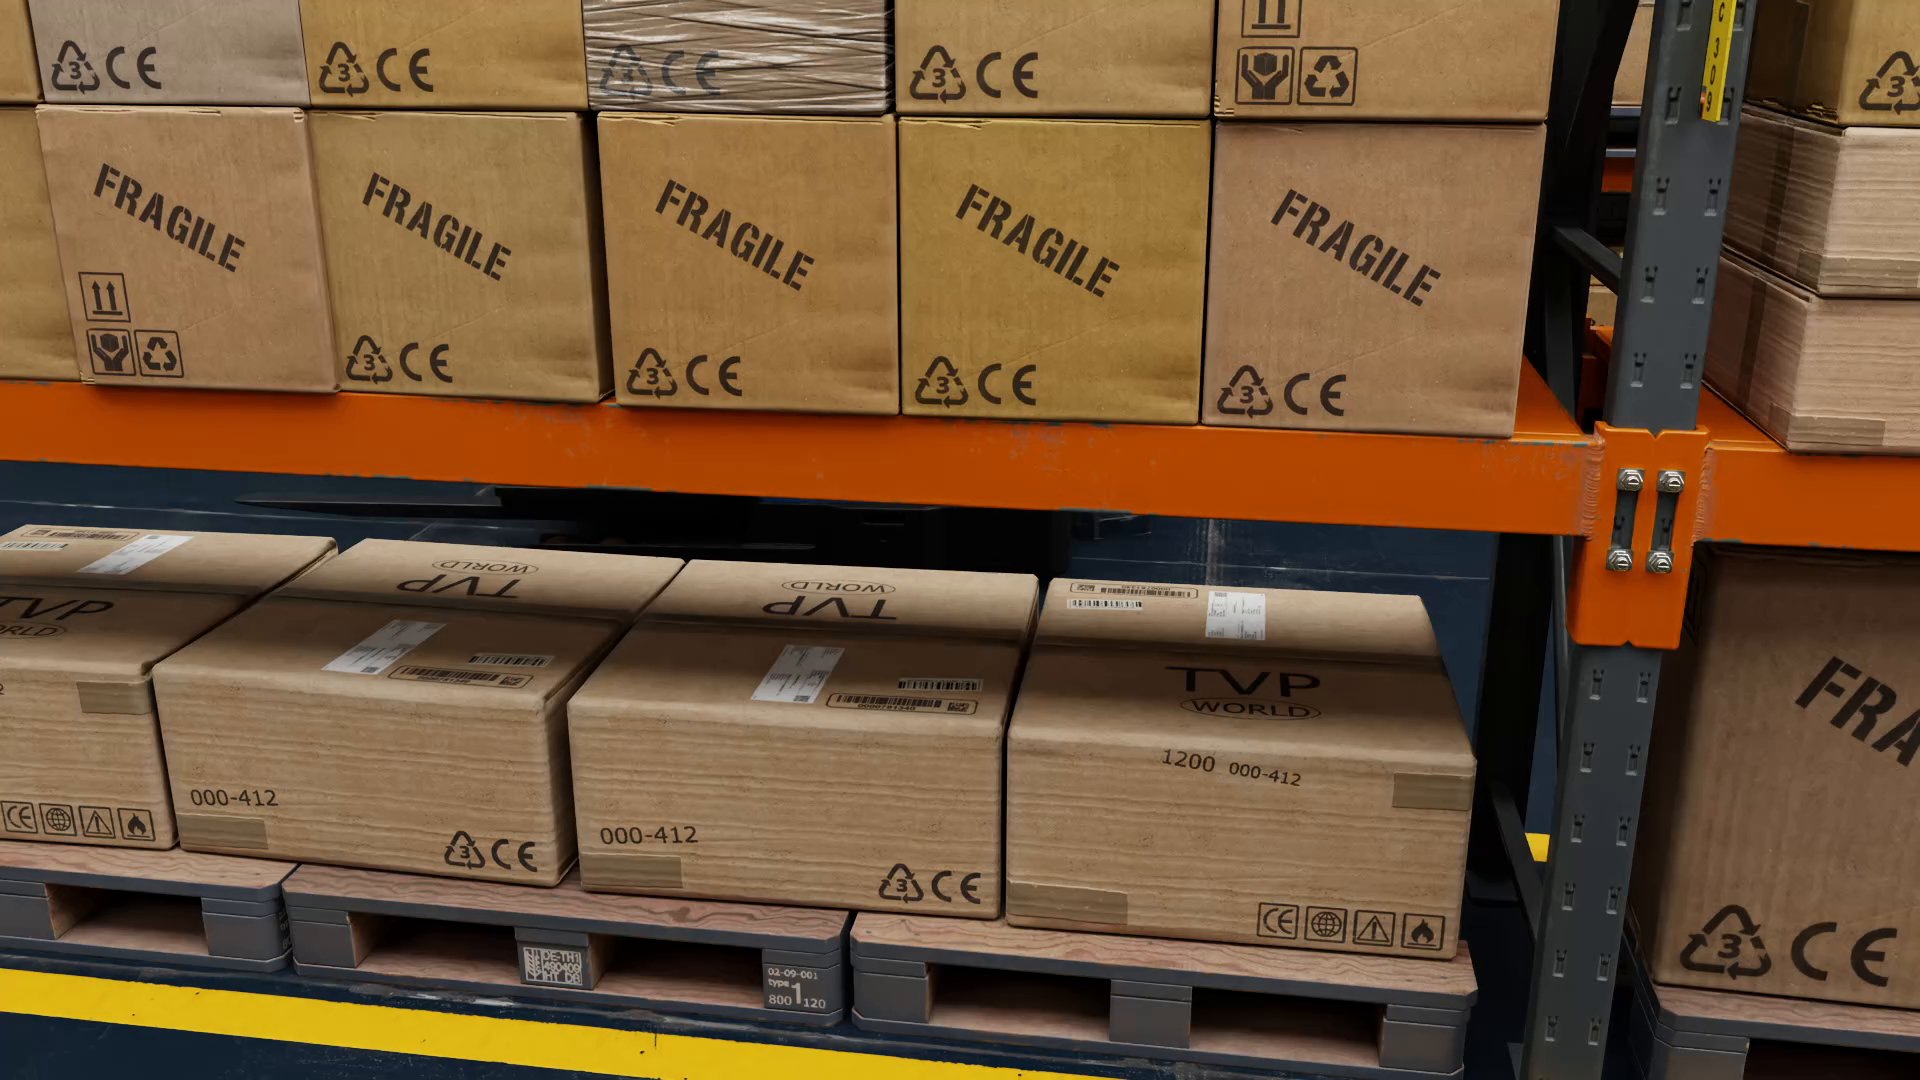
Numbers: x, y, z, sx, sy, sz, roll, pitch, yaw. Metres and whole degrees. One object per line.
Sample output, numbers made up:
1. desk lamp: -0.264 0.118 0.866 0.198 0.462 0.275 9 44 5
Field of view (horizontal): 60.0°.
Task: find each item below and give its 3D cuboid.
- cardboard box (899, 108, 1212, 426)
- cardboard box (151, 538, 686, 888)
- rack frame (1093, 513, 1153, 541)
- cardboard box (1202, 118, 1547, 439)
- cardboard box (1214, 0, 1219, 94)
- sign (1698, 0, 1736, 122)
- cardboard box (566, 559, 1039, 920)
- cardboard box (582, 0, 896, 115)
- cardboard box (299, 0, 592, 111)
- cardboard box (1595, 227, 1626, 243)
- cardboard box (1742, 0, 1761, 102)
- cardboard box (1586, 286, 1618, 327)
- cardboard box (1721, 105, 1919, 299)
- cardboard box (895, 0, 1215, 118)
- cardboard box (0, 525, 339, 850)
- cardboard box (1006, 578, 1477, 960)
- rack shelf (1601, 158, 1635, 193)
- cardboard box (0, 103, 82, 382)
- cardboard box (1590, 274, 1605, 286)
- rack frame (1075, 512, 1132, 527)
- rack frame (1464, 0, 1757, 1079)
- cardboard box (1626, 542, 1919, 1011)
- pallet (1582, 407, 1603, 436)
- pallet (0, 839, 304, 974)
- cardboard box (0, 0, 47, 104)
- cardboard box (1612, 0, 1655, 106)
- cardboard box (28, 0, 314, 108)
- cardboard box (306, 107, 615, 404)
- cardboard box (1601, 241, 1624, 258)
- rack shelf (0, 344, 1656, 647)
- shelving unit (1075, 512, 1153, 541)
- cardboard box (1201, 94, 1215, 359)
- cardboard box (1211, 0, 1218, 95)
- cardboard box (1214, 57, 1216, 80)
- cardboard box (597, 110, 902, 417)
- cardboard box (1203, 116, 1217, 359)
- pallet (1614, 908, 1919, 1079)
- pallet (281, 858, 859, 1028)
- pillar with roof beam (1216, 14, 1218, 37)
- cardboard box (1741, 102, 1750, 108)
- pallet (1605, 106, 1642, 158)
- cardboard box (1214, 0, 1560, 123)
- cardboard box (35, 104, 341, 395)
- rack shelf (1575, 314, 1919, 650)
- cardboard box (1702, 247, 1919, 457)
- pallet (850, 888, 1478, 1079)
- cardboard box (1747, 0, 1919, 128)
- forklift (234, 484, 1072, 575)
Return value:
1. cardboard box: 0.181 -0.514 2.954 0.500 0.500 0.500 2 19 7
2. cardboard box: -1.188 0.361 3.873 0.875 0.438 0.875 3 19 10
3. rack frame: 0.620 -0.578 6.140 0.240 1.200 0.006 -6 19 -18
4. cardboard box: 0.690 -0.490 2.882 0.500 0.500 0.500 3 19 9
5. cardboard box: 0.757 -1.120 3.191 0.500 0.500 0.500 3 19 9
6. sign: 1.102 -0.773 2.397 0.005 0.325 0.100 3 19 9
7. cardboard box: -0.298 0.407 3.736 0.875 0.438 0.875 2 19 7
8. cardboard box: -0.325 -1.009 2.857 0.500 0.500 0.500 3 19 9
9. cardboard box: -0.818 -1.036 2.940 0.500 0.500 0.500 3 19 9
10. cardboard box: 3.140 -1.422 8.080 0.250 0.149 0.380 2 19 6
11. cardboard box: 1.670 -1.077 3.060 0.500 0.500 0.500 4 19 10
12. cardboard box: 2.942 -0.949 7.691 0.500 0.500 0.500 3 19 8
13. cardboard box: 1.578 -0.554 2.681 0.500 0.250 0.500 2 19 7
14. cardboard box: 0.179 -0.986 2.789 0.500 0.500 0.500 3 19 8
15. cardboard box: -2.093 0.317 4.003 0.875 0.438 0.875 2 19 7
16. cardboard box: 0.586 0.452 3.602 0.875 0.438 0.875 3 19 8
17. rack shelf: 3.947 -1.612 7.529 4.000 0.370 1.077 3 19 9
18. cardboard box: -1.828 -0.617 3.262 0.500 0.500 0.500 3 19 8
19. cardboard box: 2.825 -1.275 7.642 0.250 0.149 0.380 2 19 6
20. rack frame: 0.562 -0.633 6.304 0.240 1.200 0.006 -6 19 -18
21. rack frame: 1.189 -0.499 3.067 0.127 3.000 1.000 3 19 9
22. cardboard box: 1.814 0.316 3.319 0.875 0.875 0.875 4 19 10
23. pallet: 2.781 -0.703 8.071 1.213 0.211 1.003 3 19 9
24. pallet: -1.959 0.638 4.064 1.213 0.211 1.003 3 19 9
25. cardboard box: -1.821 -1.085 3.084 0.500 0.500 0.500 2 19 7
26. cardboard box: 2.926 -2.180 7.273 0.500 0.500 0.700 3 19 9
27. cardboard box: -1.311 -1.061 3.014 0.500 0.500 0.500 3 19 8
28. cardboard box: -0.832 -0.566 3.109 0.500 0.500 0.500 4 19 10
29. cardboard box: 3.098 -1.266 7.614 0.250 0.149 0.380 3 19 8
30. rack shelf: -0.786 -0.258 3.482 4.000 0.370 1.077 3 19 9
31. shelving unit: 0.591 -0.606 6.222 0.258 1.200 0.189 -6 19 -18
32. cardboard box: 0.271 -0.679 3.446 0.500 0.500 0.500 3 19 9
33. cardboard box: 0.259 -1.148 3.273 0.500 0.500 0.500 3 19 8
34. cardboard box: 0.934 -2.094 7.602 0.500 0.250 0.500 3 19 9
35. cardboard box: -0.317 -0.535 3.016 0.500 0.500 0.500 3 19 8
36. cardboard box: 0.767 -0.652 3.367 0.500 0.500 0.500 4 19 10
37. pallet: 1.963 0.839 3.464 1.213 0.211 1.003 3 19 9
38. pallet: -0.758 0.700 3.878 1.213 0.211 1.003 3 19 9
39. pillar with roof beam: 0.745 -3.868 3.681 0.400 9.000 9.100 3 19 9
40. cardboard box: 1.663 -0.719 3.173 0.500 0.250 0.500 3 19 9
41. pallet: 2.744 -1.889 7.523 1.213 0.211 1.003 3 19 9
42. cardboard box: 0.679 -0.958 2.705 0.500 0.500 0.500 3 19 8
43. cardboard box: -1.329 -0.586 3.169 0.500 0.500 0.500 3 19 8
44. rack shelf: 3.163 -0.057 2.880 4.000 0.370 1.077 3 19 9
45. cardboard box: 1.581 -0.323 2.778 0.500 0.250 0.500 2 19 7
46. pallet: 0.450 0.761 3.697 1.213 0.211 1.003 3 19 9
47. cardboard box: 1.578 -0.908 2.557 0.500 0.500 0.500 3 19 9
48. forklift: -1.101 -1.396 5.855 3.031 2.935 1.130 1 19 3
